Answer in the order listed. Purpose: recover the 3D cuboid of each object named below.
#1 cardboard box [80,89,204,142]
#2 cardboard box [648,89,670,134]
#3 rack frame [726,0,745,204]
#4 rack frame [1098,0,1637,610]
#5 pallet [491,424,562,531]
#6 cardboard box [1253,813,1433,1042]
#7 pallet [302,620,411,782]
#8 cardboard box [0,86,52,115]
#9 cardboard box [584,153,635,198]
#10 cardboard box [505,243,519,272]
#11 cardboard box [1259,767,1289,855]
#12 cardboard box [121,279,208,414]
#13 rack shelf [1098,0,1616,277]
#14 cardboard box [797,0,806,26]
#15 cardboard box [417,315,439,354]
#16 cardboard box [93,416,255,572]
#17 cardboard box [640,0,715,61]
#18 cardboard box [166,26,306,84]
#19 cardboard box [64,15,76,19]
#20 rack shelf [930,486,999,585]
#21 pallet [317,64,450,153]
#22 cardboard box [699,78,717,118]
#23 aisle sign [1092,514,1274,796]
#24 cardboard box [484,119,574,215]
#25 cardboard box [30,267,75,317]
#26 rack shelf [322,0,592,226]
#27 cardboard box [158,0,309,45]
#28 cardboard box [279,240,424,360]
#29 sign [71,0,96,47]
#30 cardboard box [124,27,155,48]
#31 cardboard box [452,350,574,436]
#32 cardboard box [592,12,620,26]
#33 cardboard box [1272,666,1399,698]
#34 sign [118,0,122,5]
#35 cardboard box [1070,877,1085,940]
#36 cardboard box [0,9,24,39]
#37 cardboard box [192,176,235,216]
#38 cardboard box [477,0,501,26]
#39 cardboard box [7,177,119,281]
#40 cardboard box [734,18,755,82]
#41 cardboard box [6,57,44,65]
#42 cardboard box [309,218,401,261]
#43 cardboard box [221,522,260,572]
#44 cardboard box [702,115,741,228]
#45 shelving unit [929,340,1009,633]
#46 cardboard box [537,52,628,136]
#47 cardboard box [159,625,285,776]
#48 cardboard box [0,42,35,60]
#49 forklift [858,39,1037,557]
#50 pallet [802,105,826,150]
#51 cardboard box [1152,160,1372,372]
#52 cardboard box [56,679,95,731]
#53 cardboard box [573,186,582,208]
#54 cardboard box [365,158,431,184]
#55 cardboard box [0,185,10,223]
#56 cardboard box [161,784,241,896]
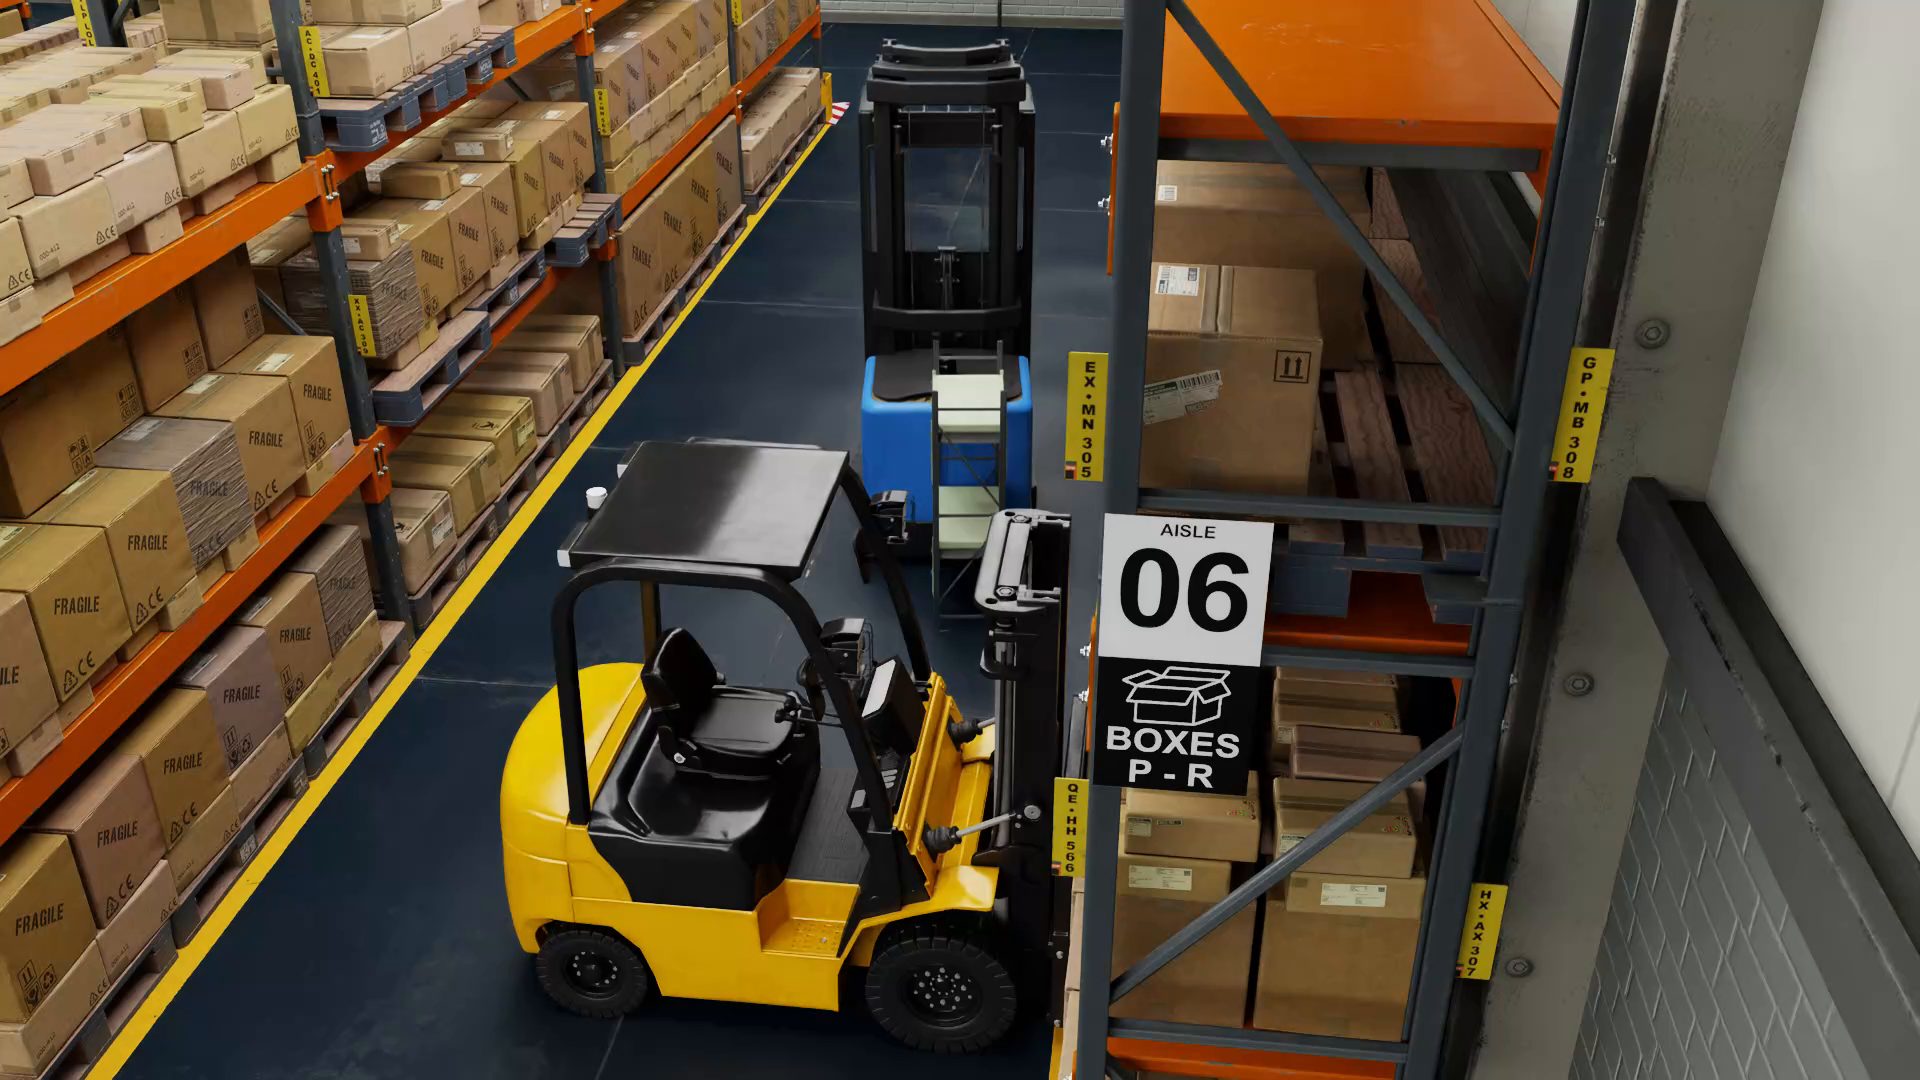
[{"bbox_3d":[-3.400,-1.768,6.922,0.380,0.149,0.250,4,29,8],"label":"cardboard box"},{"bbox_3d":[-2.665,-3.481,13.471,0.500,0.250,0.500,3,28,6],"label":"cardboard box"},{"bbox_3d":[-2.619,-4.508,15.747,1.000,3.000,0.127,3,28,6],"label":"rack frame"},{"bbox_3d":[0.837,-1.214,3.307,1.000,3.000,0.127,3,28,6],"label":"rack frame"},{"bbox_3d":[-3.359,-0.457,11.168,1.003,0.211,1.213,3,28,6],"label":"pallet"},{"bbox_3d":[1.173,1.166,5.109,0.500,0.500,0.500,4,29,8],"label":"cardboard box"},{"bbox_3d":[-3.647,0.803,8.828,1.003,0.211,1.213,3,28,6],"label":"pallet"},{"bbox_3d":[-4.065,-1.804,6.990,0.380,0.149,0.250,3,28,6],"label":"cardboard box"},{"bbox_3d":[-2.800,-2.775,12.688,0.500,0.250,0.500,3,28,5],"label":"cardboard box"},{"bbox_3d":[-3.028,-1.798,10.538,0.380,0.149,0.250,2,28,5],"label":"cardboard box"},{"bbox_3d":[1.103,0.833,5.044,0.380,0.149,0.250,3,28,6],"label":"cardboard box"},{"bbox_3d":[-3.953,-0.924,7.621,0.700,0.500,0.500,4,29,6],"label":"cardboard box"},{"bbox_3d":[1.082,-1.663,5.320,1.077,0.370,4.000,3,28,6],"label":"rack shelf"},{"bbox_3d":[-2.002,-5.957,18.332,0.500,0.500,0.500,3,28,5],"label":"cardboard box"},{"bbox_3d":[-3.179,-1.175,9.383,0.380,0.149,0.250,4,29,7],"label":"cardboard box"},{"bbox_3d":[-3.523,-0.207,7.344,0.500,0.500,0.500,4,29,8],"label":"cardboard box"},{"bbox_3d":[-2.481,-4.523,14.616,0.500,0.500,0.500,4,29,7],"label":"cardboard box"},{"bbox_3d":[-3.672,-2.465,8.508,0.500,0.250,0.500,3,28,5],"label":"cardboard box"},{"bbox_3d":[-8.077,-4.794,15.473,0.380,0.149,0.250,4,29,8],"label":"cardboard box"},{"bbox_3d":[0.048,-0.017,9.681,0.431,0.370,0.720,0,28,0],"label":"rack shelf"},{"bbox_3d":[-3.418,-2.265,8.618,1.213,0.211,1.003,3,28,6],"label":"pallet"},{"bbox_3d":[-2.488,-3.977,14.919,0.500,0.250,0.500,3,28,5],"label":"cardboard box"},{"bbox_3d":[0.537,0.297,4.088,0.394,0.787,0.004,3,28,6],"label":"aisle sign"},{"bbox_3d":[-2.942,-2.511,11.178,0.500,0.500,0.500,3,28,5],"label":"cardboard box"},{"bbox_3d":[-3.581,-0.942,6.230,0.380,0.149,0.250,3,28,5],"label":"cardboard box"},{"bbox_3d":[-3.355,-2.688,9.964,1.077,0.370,4.000,3,28,6],"label":"rack shelf"},{"bbox_3d":[-3.655,-2.682,8.384,0.500,0.250,0.500,4,29,7],"label":"cardboard box"},{"bbox_3d":[-3.258,-1.306,8.942,0.500,0.500,0.500,4,29,7],"label":"cardboard box"},{"bbox_3d":[-4.151,-2.494,7.887,0.100,0.325,0.005,3,28,6],"label":"sign"},{"bbox_3d":[-7.498,-4.512,14.950,0.380,0.149,0.250,3,28,6],"label":"cardboard box"},{"bbox_3d":[-3.271,-1.040,11.638,0.950,0.372,0.625,3,28,5],"label":"cardboard box"},{"bbox_3d":[-3.115,-4.081,13.795,0.500,0.500,0.500,3,28,5],"label":"cardboard box"},{"bbox_3d":[1.219,0.459,5.424,0.380,0.149,0.250,4,29,6],"label":"cardboard box"},{"bbox_3d":[-8.084,-5.157,16.039,0.100,0.325,0.005,3,28,6],"label":"sign"},{"bbox_3d":[0.692,1.299,6.370,0.500,0.250,0.500,4,29,7],"label":"cardboard box"},{"bbox_3d":[-11.964,-5.910,20.148,0.875,0.875,0.875,3,28,6],"label":"cardboard box"},{"bbox_3d":[-3.461,-1.550,7.360,0.380,0.149,0.250,4,29,7],"label":"cardboard box"},{"bbox_3d":[-3.268,-3.272,10.181,0.797,0.503,0.637,3,28,6],"label":"cardboard box"},{"bbox_3d":[-3.571,-1.187,6.265,0.500,0.250,0.500,4,29,7],"label":"cardboard box"},{"bbox_3d":[-2.302,-4.758,16.105,0.500,0.500,0.500,4,29,8],"label":"cardboard box"},{"bbox_3d":[-7.657,-3.902,13.817,0.380,0.149,0.250,5,29,9],"label":"cardboard box"},{"bbox_3d":[-3.191,-1.589,8.783,0.380,0.149,0.250,3,28,6],"label":"cardboard box"},{"bbox_3d":[-3.458,0.016,7.615,0.380,0.149,0.250,3,28,5],"label":"cardboard box"},{"bbox_3d":[-2.616,-3.461,15.601,0.875,0.875,0.875,4,29,8],"label":"cardboard box"},{"bbox_3d":[0.048,-0.304,9.526,0.431,1.500,0.755,0,28,0],"label":"shelving unit"},{"bbox_3d":[-2.806,-3.327,12.396,0.500,0.500,0.500,2,28,5],"label":"cardboard box"},{"bbox_3d":[-3.528,0.727,7.696,0.500,0.500,0.500,5,29,9],"label":"cardboard box"},{"bbox_3d":[-8.236,-4.190,14.351,0.380,0.149,0.250,4,29,8],"label":"cardboard box"},{"bbox_3d":[-0.083,-1.841,10.869,1.130,2.935,3.031,0,28,0],"label":"forklift"},{"bbox_3d":[-2.150,-4.782,19.197,1.003,0.211,1.213,3,28,6],"label":"pallet"},{"bbox_3d":[0.874,-0.865,5.169,0.700,0.500,0.500,4,29,7],"label":"cardboard box"},{"bbox_3d":[-3.638,0.623,6.488,0.380,0.149,0.250,4,29,8],"label":"cardboard box"},{"bbox_3d":[-2.877,-2.401,11.658,0.380,0.149,0.250,4,29,7],"label":"cardboard box"},{"bbox_3d":[-3.579,-2.056,10.333,0.500,0.500,0.500,2,28,4],"label":"cardboard box"},{"bbox_3d":[-3.584,-1.164,5.801,0.380,0.149,0.250,4,29,8],"label":"cardboard box"},{"bbox_3d":[-3.592,1.305,7.413,0.500,0.250,0.500,5,29,10],"label":"cardboard box"}]
